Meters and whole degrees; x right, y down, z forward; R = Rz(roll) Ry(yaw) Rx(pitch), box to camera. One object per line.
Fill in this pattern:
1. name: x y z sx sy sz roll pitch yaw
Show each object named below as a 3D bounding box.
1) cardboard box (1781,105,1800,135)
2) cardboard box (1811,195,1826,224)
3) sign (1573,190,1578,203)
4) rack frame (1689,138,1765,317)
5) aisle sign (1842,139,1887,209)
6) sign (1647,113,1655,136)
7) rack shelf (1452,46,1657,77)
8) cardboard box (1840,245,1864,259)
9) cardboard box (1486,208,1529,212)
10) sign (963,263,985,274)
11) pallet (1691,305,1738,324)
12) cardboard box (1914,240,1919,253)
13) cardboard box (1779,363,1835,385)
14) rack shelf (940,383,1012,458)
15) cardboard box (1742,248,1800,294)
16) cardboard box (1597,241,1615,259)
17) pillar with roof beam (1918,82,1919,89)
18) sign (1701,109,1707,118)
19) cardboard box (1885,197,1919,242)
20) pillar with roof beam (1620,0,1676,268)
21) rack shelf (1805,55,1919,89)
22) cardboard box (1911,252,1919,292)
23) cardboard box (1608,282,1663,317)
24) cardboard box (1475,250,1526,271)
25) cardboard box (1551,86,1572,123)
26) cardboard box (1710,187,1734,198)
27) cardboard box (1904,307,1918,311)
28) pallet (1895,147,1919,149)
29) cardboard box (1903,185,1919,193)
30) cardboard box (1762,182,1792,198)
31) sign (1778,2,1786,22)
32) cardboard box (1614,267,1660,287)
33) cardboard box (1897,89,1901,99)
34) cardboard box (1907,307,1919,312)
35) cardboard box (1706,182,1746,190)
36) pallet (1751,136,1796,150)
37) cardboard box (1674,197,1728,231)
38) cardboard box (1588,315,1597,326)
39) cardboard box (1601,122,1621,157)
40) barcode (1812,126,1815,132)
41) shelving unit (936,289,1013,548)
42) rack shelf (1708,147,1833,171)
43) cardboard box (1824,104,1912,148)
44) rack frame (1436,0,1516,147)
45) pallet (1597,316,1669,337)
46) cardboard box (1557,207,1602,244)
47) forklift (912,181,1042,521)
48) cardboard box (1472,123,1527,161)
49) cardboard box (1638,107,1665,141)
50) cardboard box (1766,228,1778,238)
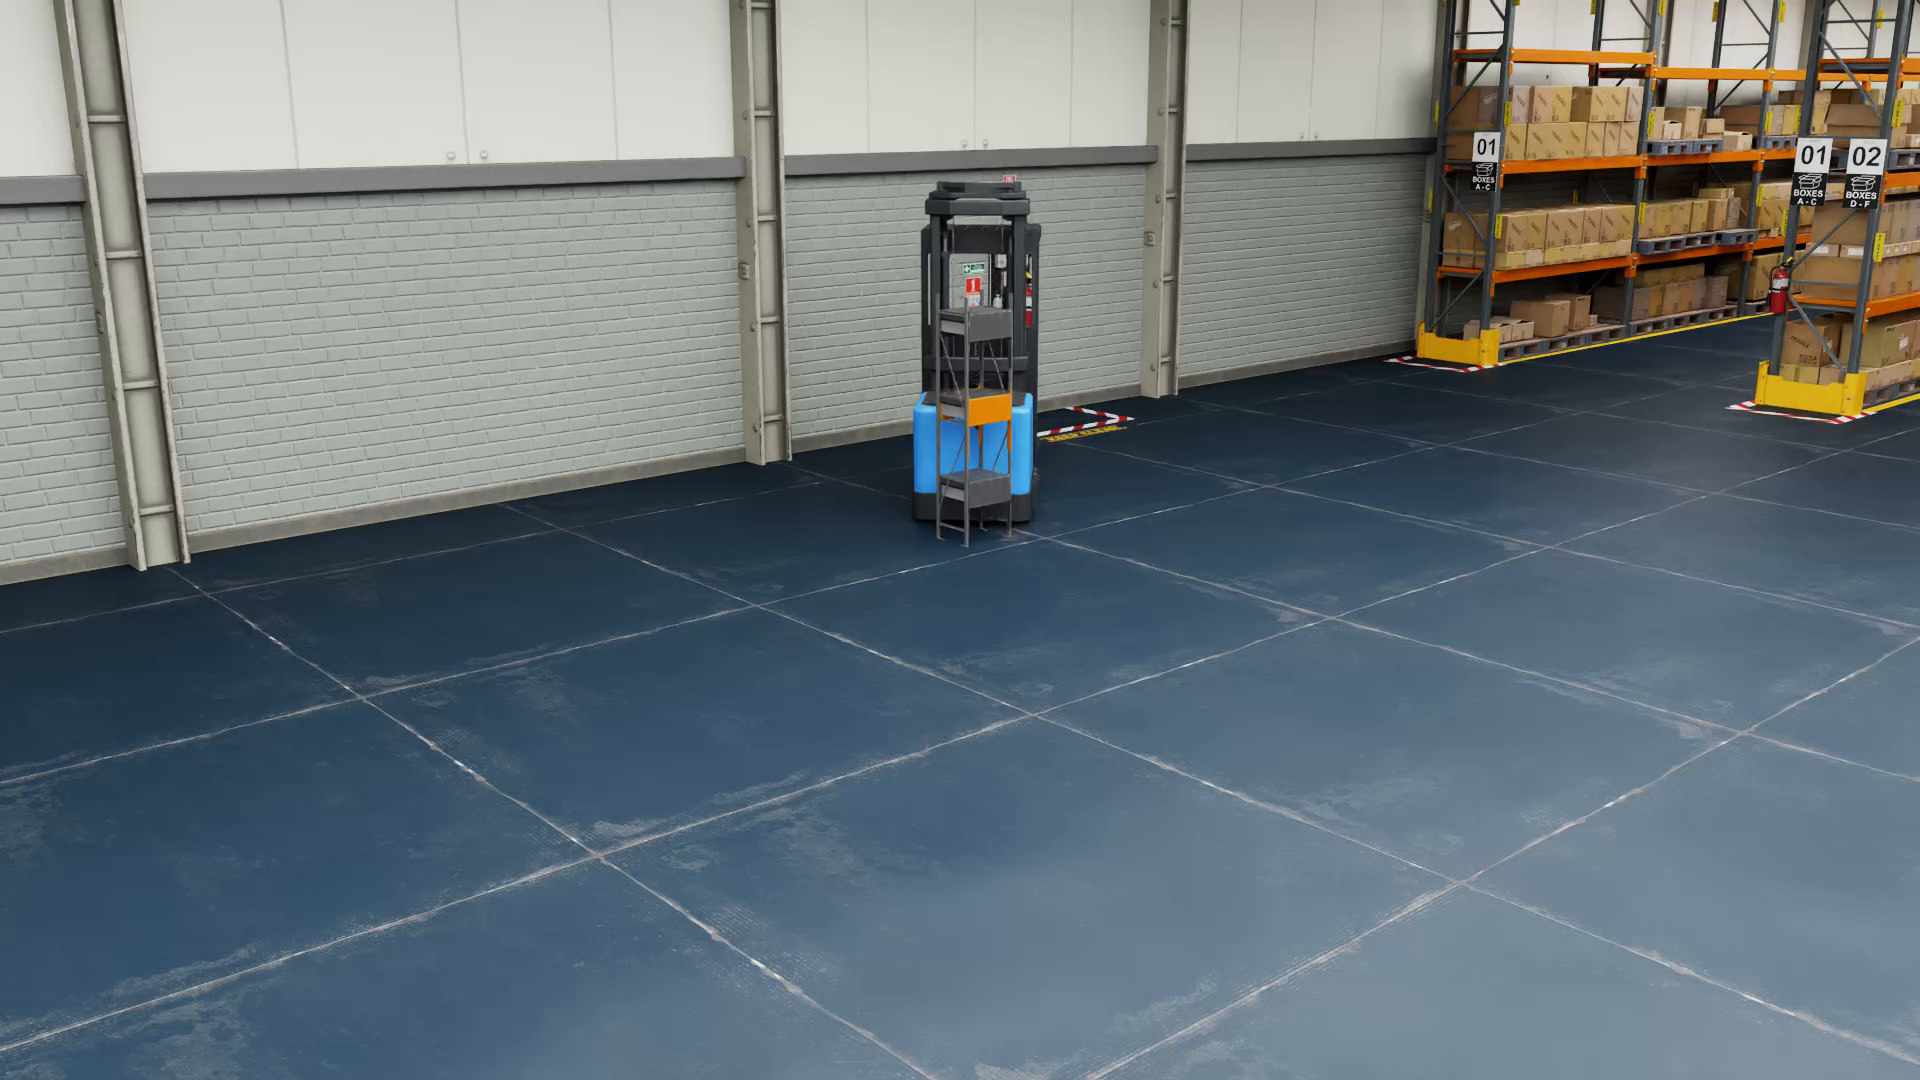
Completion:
1. cardboard box: 14.247 -7.377 29.196 0.500 0.500 0.700 -11 19 -37
2. cardboard box: 15.199 -5.963 29.951 0.500 0.500 0.500 -13 19 -39
3. sign: 9.743 -5.372 26.304 0.005 0.325 0.100 -13 19 -39
4. rack frame: 13.127 -5.382 28.588 0.127 3.000 1.000 -13 19 -39
5. aisle sign: 10.498 -4.249 19.306 0.004 0.787 0.394 -13 19 -39
6. sign: 10.472 -6.299 25.206 0.005 0.325 0.100 -13 19 -39
7. rack shelf: 8.601 -6.915 24.101 4.000 0.370 1.077 -13 19 -39
8. cardboard box: 10.784 -3.450 19.901 0.250 0.149 0.380 -13 20 -40
9. cardboard box: 8.082 -4.620 24.531 0.500 0.500 0.500 -13 20 -41
10. sign: 0.161 -3.085 18.892 0.331 0.109 0.001 -13 19 -39
11. pallet: 12.537 -3.903 28.453 1.213 0.211 1.003 -13 19 -39
12. cardboard box: 11.755 -3.668 20.720 0.250 0.149 0.380 -13 20 -40
13. cardboard box: 10.557 -2.086 20.762 0.500 0.250 0.500 -13 19 -39
14. rack shelf: 0.119 -1.011 14.020 0.480 0.518 0.431 -13 19 -39
15. cardboard box: 14.433 -4.793 29.733 0.750 0.750 0.750 -13 20 -40
16. cardboard box: 9.570 -4.420 25.236 0.500 0.250 0.500 -13 19 -39
17. pillar with roof beam: 23.457 -9.424 32.092 0.400 9.000 9.100 -13 19 -39
18. sign: 12.769 -7.229 28.533 0.005 0.325 0.100 -13 19 -39
19. cardboard box: 11.520 -4.000 20.704 0.500 0.500 0.700 -13 19 -39
20. pillar with roof beam: 14.405 -7.391 24.482 0.400 9.000 9.100 -13 19 -39
21. rack shelf: 11.856 -5.760 20.545 4.000 0.370 1.077 -13 19 -39
22. cardboard box: 11.874 -3.451 21.164 0.500 0.500 0.700 -12 19 -38
23. cardboard box: 11.011 -3.935 27.160 0.500 0.500 0.700 -13 20 -40
24. cardboard box: 7.669 -3.985 23.609 0.500 0.250 0.500 -13 20 -41
25. cardboard box: 8.333 -6.199 23.664 0.500 0.500 0.500 -12 19 -38
26. cardboard box: 12.887 -5.892 28.194 0.380 0.149 0.250 13 20 40
27. cardboard box: 12.437 -2.874 22.258 0.500 0.500 0.500 -13 19 -39
28. pallet: 11.818 -4.792 20.738 1.213 0.211 1.003 -13 19 -39
29. cardboard box: 18.243 -6.669 32.822 0.700 0.700 0.980 -13 20 -40
30. cardboard box: 14.419 -6.150 29.198 0.500 0.250 0.500 -12 19 -39
31. sign: 13.491 -8.666 27.293 0.005 0.325 0.100 -13 19 -39
32. cardboard box: 10.984 -4.275 26.981 0.500 0.250 0.500 -13 20 -41
33. cardboard box: 17.250 -8.205 31.171 0.500 0.500 0.500 -13 20 -40
34. cardboard box: 12.773 -2.774 21.885 0.500 0.500 0.500 -13 19 -39
35. cardboard box: 13.299 -6.074 28.914 0.500 0.250 0.500 -12 19 -38
36. pallet: 13.578 -6.860 28.672 1.003 0.211 1.213 -12 19 -37
37. cardboard box: 12.376 -5.462 27.838 0.700 0.500 0.500 14 20 42
38. cardboard box: 9.726 -3.452 25.999 0.380 0.166 0.250 13 20 40
39. cardboard box: 9.501 -5.995 24.836 0.500 0.500 0.500 14 20 42
40. barcode: 10.258 -4.938 19.987 0.075 0.075 0.001 -13 19 -39
41. shelving unit: 0.119 -1.025 14.017 0.503 2.100 0.431 -13 19 -39
42. rack shelf: 14.636 -6.823 29.562 4.000 0.370 1.077 -13 19 -39
43. cardboard box: 10.783 -4.930 19.795 0.637 0.503 0.797 -11 18 -36
44. rack frame: 7.092 -6.926 22.740 0.127 3.000 1.000 -13 19 -39
45. pallet: 10.696 -3.490 26.906 1.213 0.211 1.003 -13 19 -39
46. cardboard box: 9.196 -4.695 24.813 0.500 0.500 0.500 -13 20 -41
47. forklift: 0.203 -1.907 15.711 1.130 2.935 3.031 1 15 4
48. cardboard box: 7.509 -5.542 23.141 0.500 0.500 0.500 -12 19 -38
49. cardboard box: 10.575 -6.482 25.885 0.500 0.500 0.500 -9 18 -32
50. cardboard box: 13.980 -5.351 28.918 0.250 0.149 0.380 -12 19 -38
